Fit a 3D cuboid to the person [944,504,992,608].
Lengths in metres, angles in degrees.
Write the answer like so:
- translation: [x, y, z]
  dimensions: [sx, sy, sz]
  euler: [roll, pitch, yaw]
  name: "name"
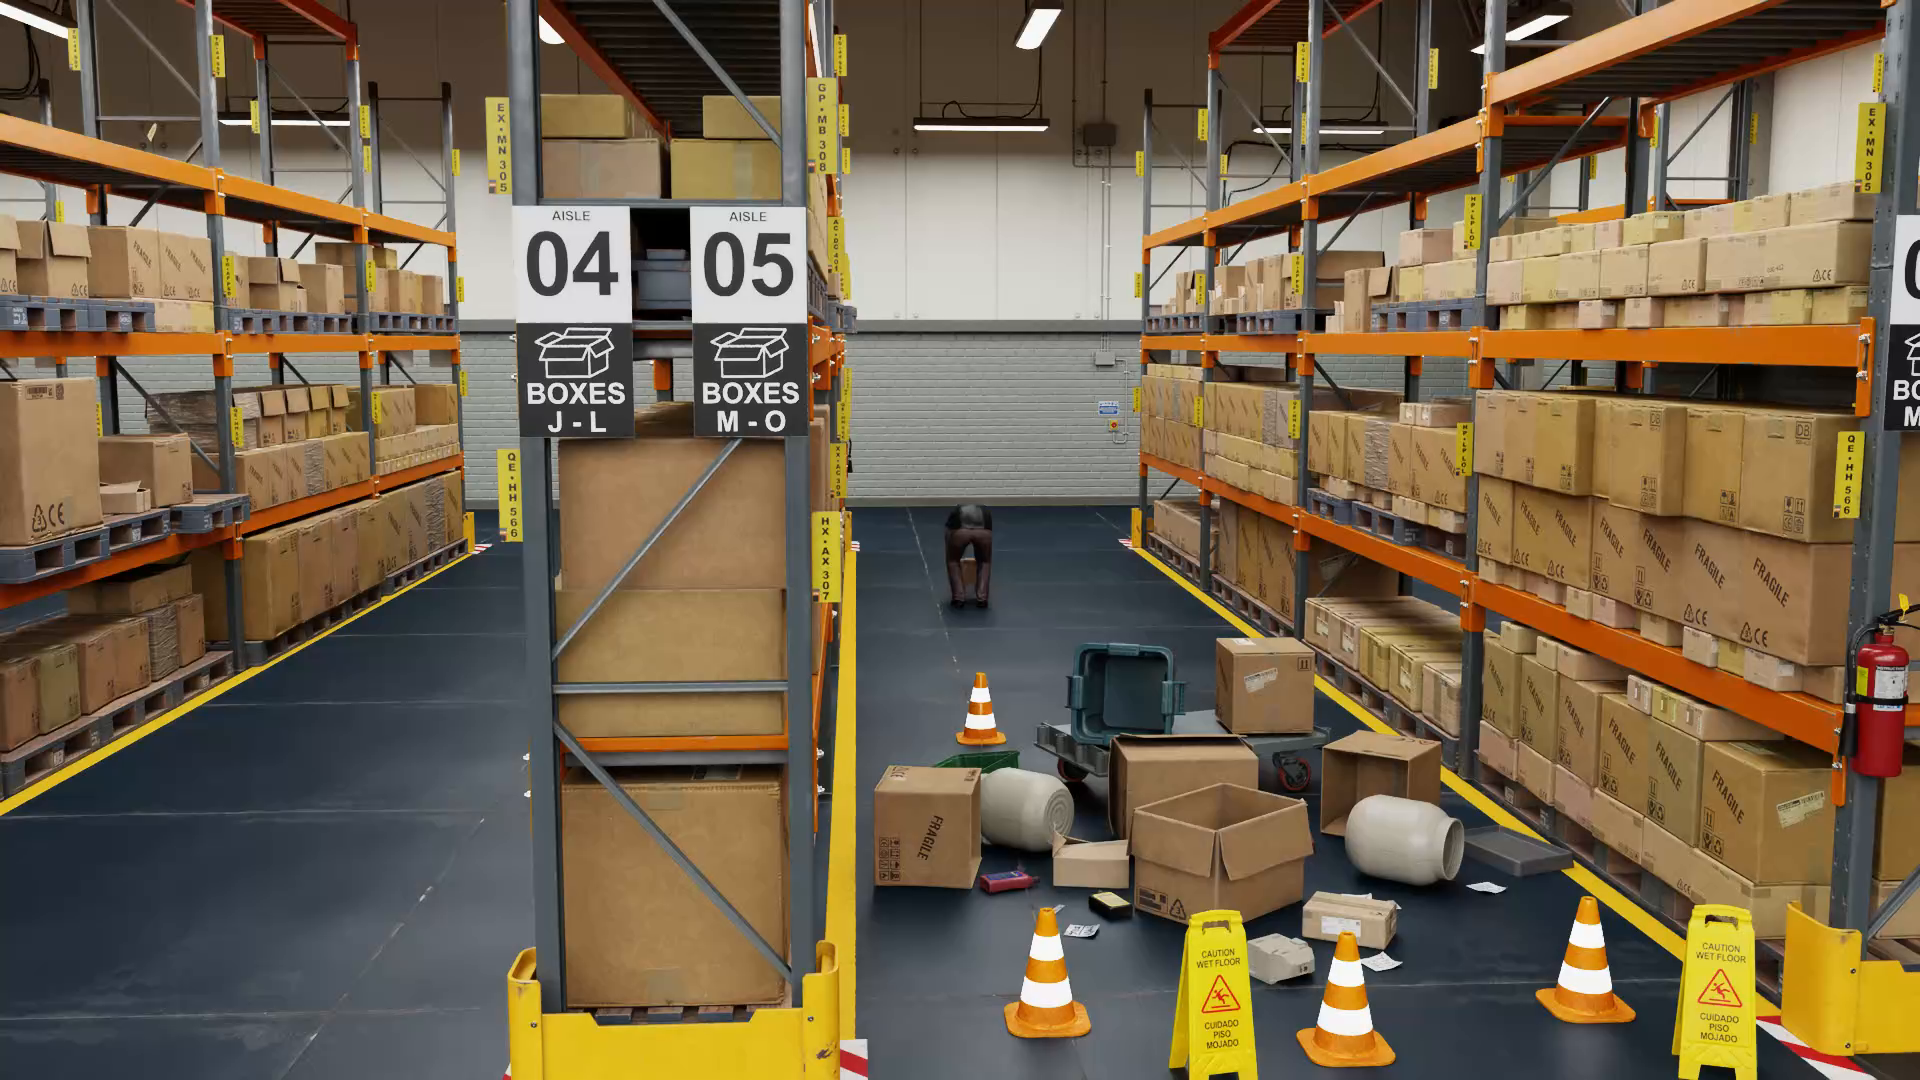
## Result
- translation: [0.080, 0.137, 17.466]
  dimensions: [0.475, 1.065, 0.957]
  euler: [-1, 7, -6]
  name: "person"
